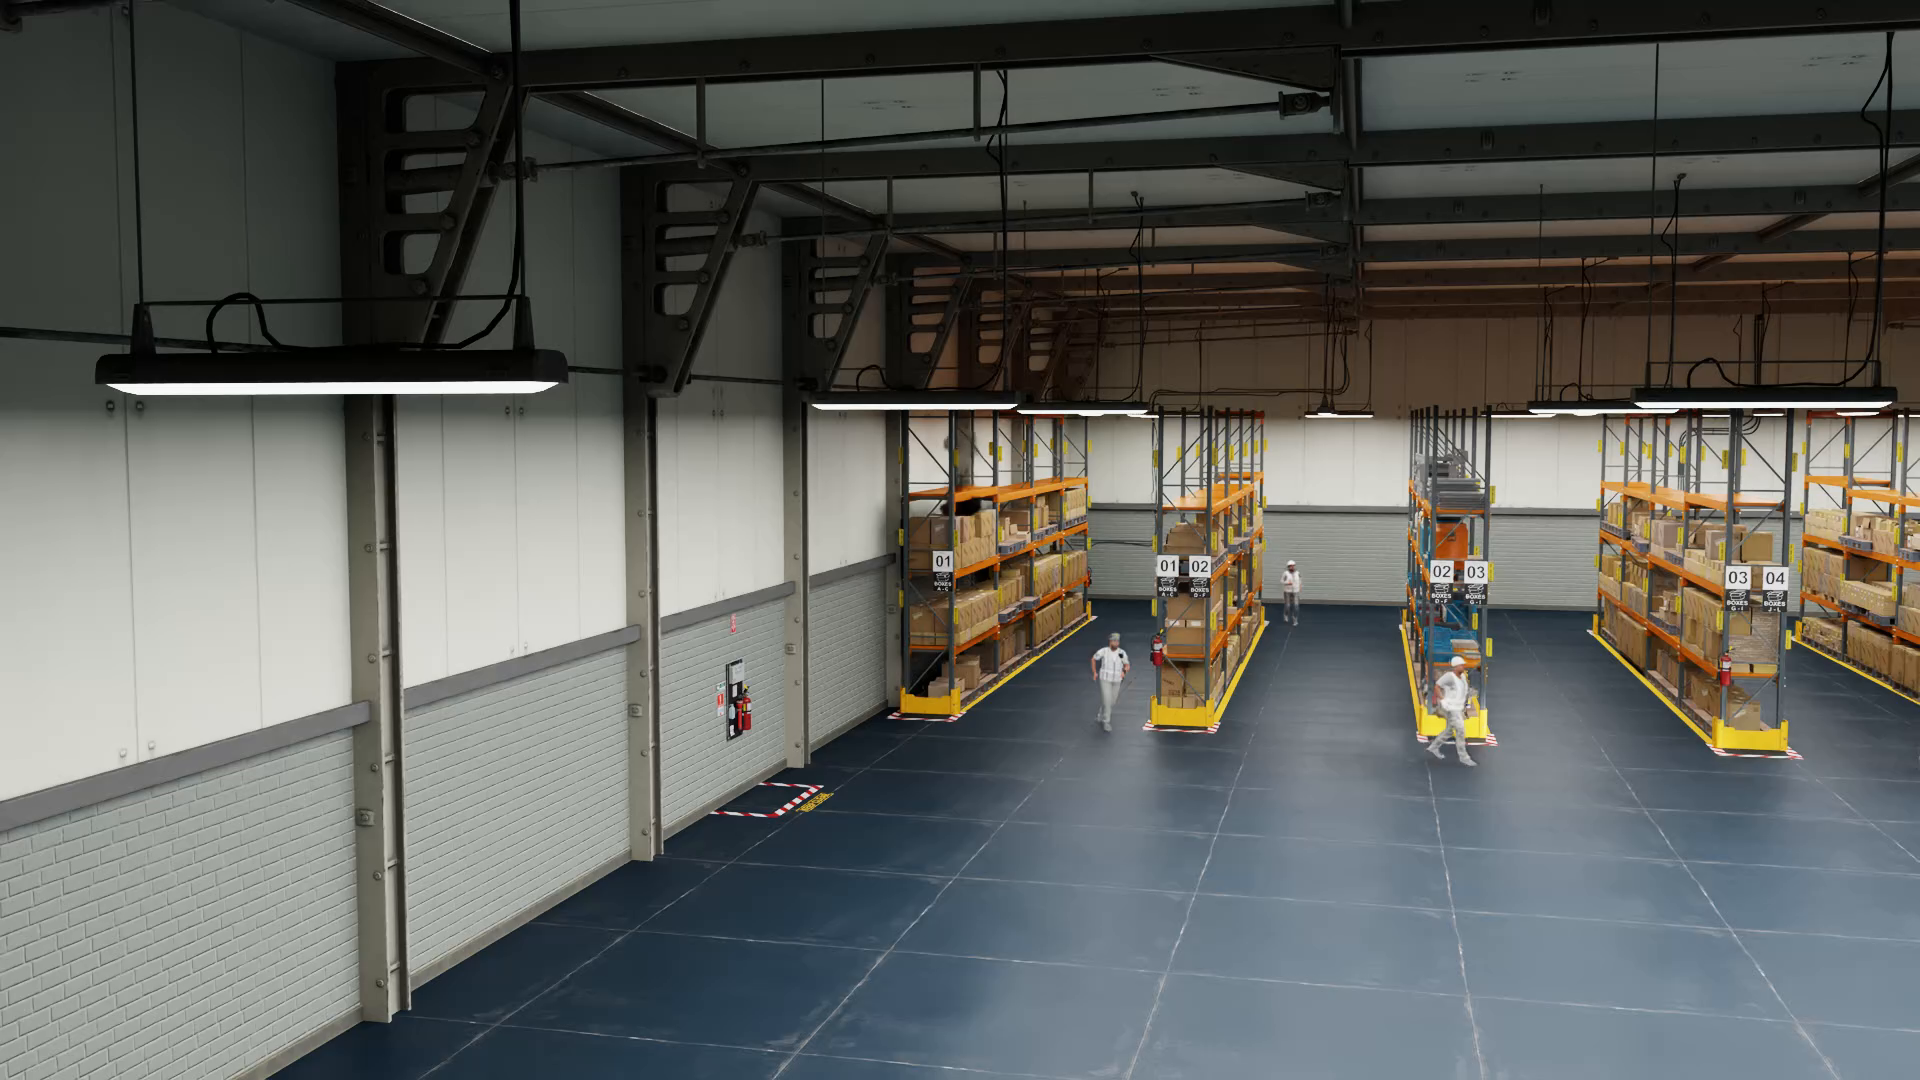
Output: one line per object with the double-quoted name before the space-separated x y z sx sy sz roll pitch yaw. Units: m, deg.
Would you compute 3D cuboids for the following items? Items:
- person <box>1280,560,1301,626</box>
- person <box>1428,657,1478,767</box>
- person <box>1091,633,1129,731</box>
"person" 9.296 1.491 46.720 0.670 1.843 0.811 0 4 -2
"person" 8.215 2.832 27.714 0.883 1.802 0.685 3 5 38
"person" 2.837 2.626 31.074 0.701 1.771 0.842 -1 4 -12
